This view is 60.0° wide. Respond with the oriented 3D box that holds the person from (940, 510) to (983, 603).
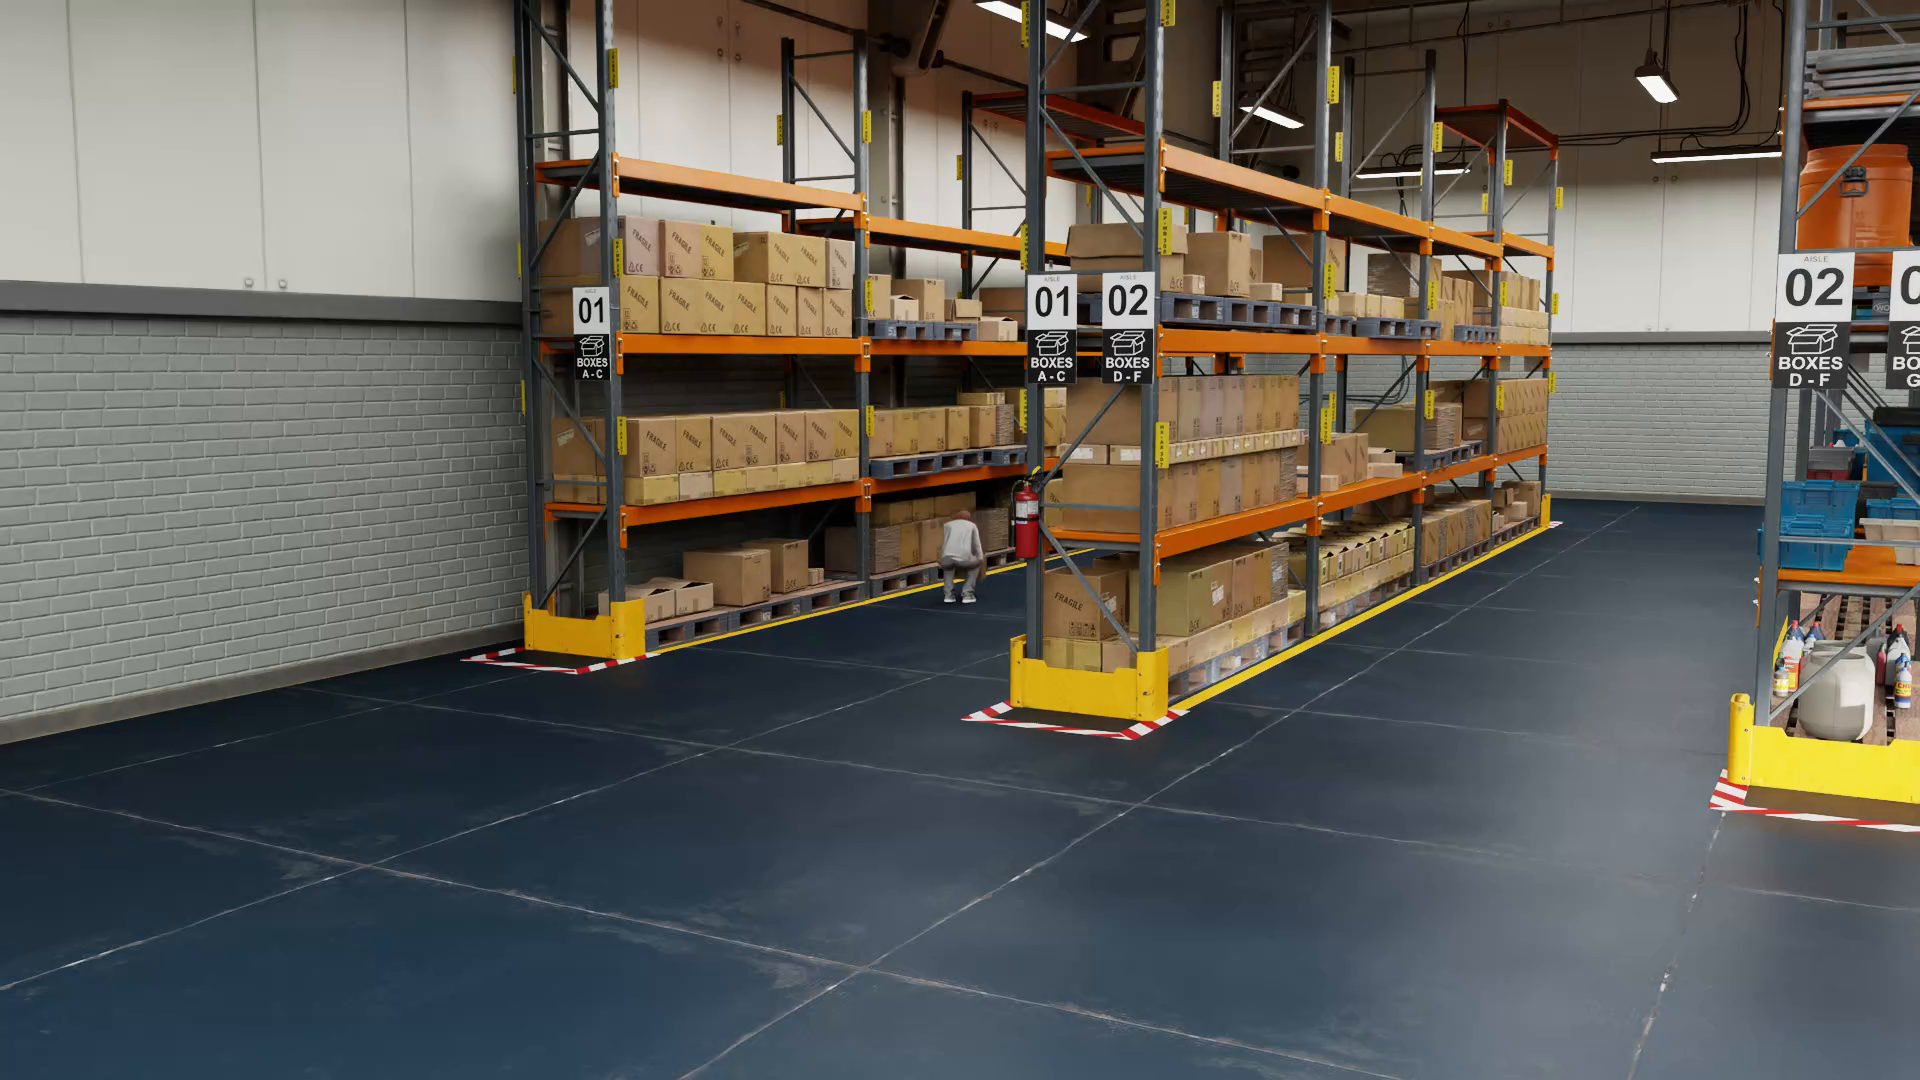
[{"bbox_3d":[-0.009,0.191,17.834,0.447,0.948,0.773,2,6,16],"label":"person"}]
